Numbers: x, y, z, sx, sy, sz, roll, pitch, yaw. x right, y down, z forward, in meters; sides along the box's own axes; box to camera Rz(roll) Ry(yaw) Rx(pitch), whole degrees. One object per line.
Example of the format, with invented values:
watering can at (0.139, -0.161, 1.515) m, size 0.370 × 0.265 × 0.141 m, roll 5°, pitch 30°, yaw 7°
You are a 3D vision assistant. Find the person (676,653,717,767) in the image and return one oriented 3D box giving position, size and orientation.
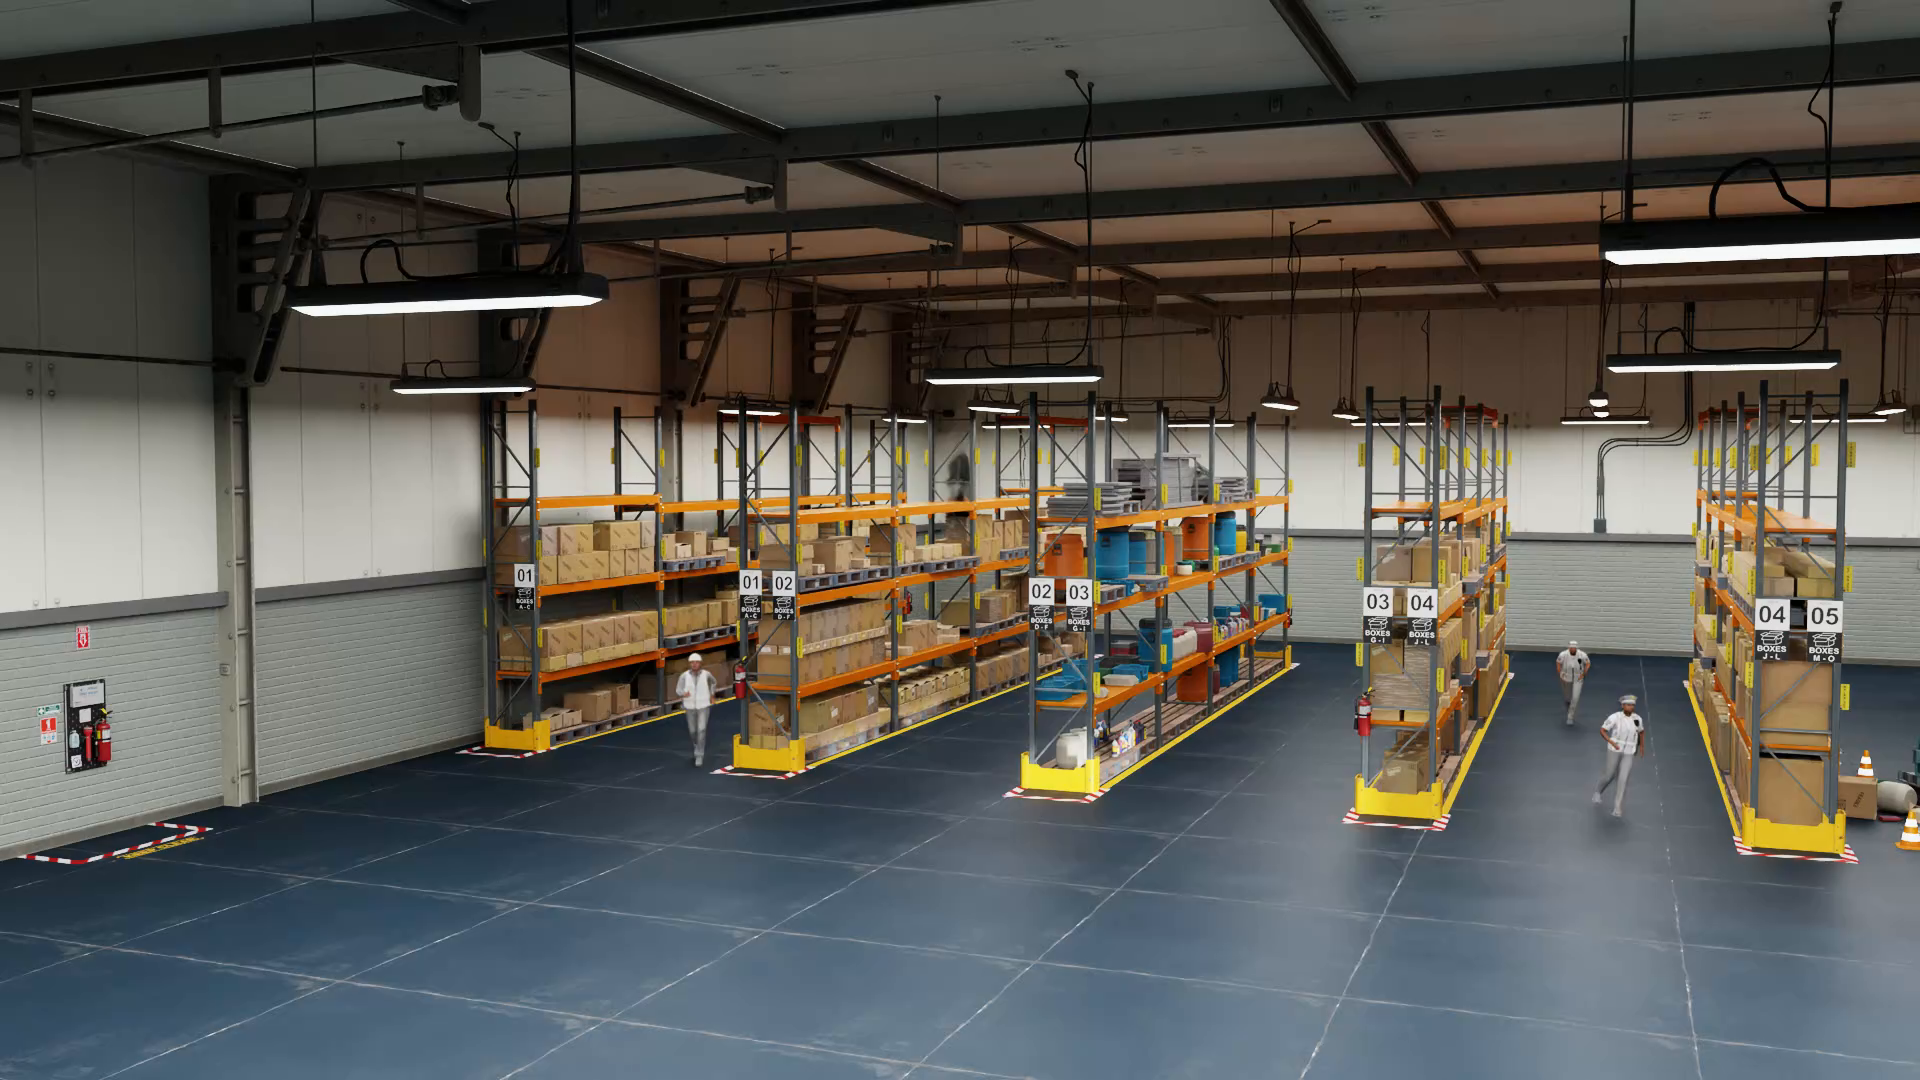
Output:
person at (-4.333, 2.758, 27.329) m, size 0.641 × 1.812 × 0.913 m, roll 0°, pitch 3°, yaw -1°

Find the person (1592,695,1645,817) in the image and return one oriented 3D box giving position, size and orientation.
person at (9.341, 3.003, 23.443) m, size 0.661 × 1.659 × 0.925 m, roll 0°, pitch 3°, yaw 10°

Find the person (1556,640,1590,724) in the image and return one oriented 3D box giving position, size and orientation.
person at (11.612, 2.680, 31.508) m, size 0.606 × 1.617 × 0.887 m, roll 1°, pitch 3°, yaw 16°
